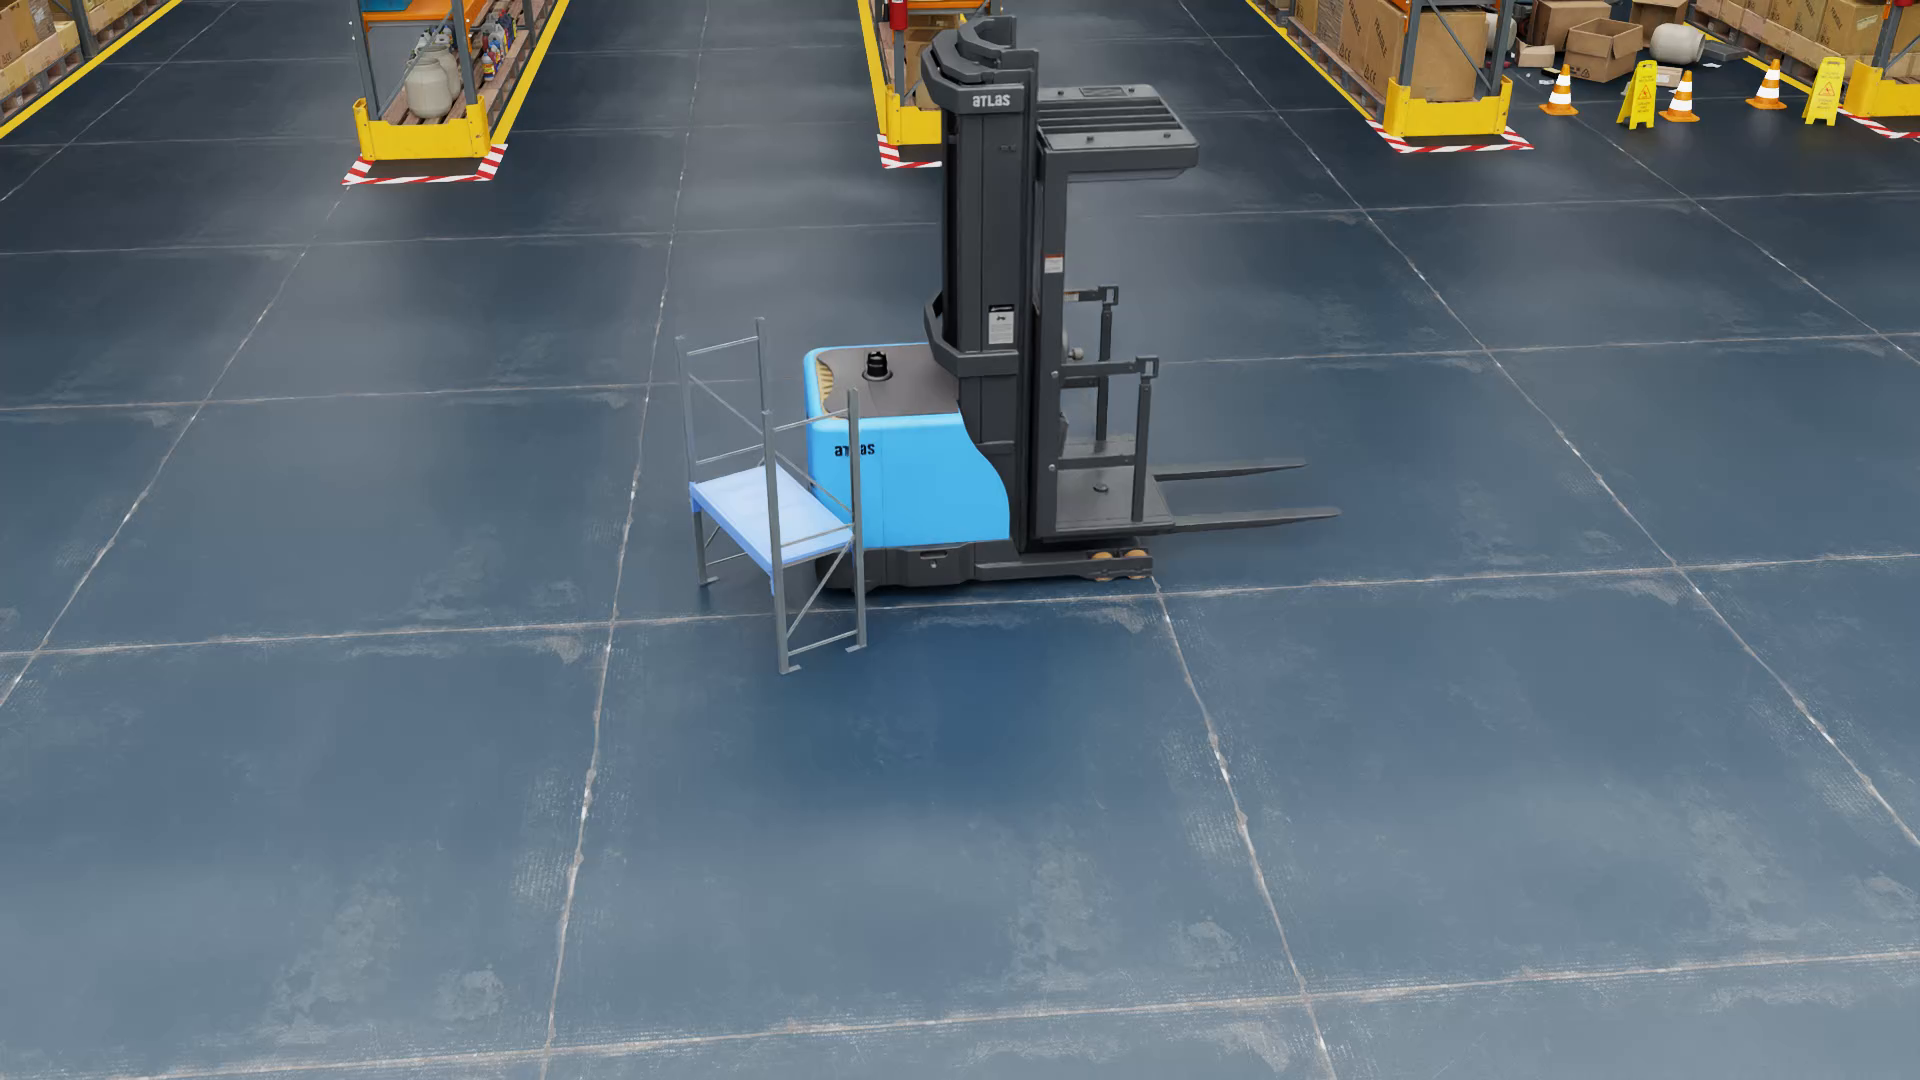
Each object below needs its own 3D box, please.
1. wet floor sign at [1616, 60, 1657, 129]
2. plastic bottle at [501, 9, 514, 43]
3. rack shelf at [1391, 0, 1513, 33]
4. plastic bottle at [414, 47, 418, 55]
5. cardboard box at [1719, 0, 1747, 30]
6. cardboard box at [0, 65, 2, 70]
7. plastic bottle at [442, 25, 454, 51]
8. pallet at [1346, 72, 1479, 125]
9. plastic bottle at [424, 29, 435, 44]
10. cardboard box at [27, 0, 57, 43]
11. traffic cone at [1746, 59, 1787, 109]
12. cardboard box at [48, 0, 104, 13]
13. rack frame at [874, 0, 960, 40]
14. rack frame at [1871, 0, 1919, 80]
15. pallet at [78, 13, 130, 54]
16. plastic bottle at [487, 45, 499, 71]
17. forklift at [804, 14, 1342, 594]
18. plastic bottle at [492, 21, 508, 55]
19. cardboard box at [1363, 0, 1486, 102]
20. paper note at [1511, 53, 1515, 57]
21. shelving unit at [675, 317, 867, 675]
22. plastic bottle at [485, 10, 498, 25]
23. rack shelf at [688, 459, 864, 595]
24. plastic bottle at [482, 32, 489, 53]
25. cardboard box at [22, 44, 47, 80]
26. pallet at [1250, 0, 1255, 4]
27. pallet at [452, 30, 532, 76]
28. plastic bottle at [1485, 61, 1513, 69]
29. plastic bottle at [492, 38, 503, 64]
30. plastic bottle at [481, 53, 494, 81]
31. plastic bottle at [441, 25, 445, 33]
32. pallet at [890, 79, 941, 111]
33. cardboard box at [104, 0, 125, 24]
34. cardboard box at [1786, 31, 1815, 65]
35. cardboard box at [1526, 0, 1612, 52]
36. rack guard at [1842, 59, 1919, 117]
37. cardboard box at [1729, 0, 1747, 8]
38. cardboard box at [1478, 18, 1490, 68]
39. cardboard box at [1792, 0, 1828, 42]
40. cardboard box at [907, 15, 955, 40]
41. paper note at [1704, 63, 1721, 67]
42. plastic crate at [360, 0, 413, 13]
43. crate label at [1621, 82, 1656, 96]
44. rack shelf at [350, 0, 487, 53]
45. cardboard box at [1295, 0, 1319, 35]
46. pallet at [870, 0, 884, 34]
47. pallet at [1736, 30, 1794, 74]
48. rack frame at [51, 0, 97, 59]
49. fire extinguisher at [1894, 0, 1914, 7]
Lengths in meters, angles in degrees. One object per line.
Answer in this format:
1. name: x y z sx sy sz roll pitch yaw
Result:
1. wet floor sign: 6.795 -4.458 16.585 0.267 0.644 0.232 -8 32 -13
2. plastic bottle: -5.085 -5.745 18.596 0.144 0.351 0.185 -4 31 -6
3. rack shelf: 4.634 -6.101 17.741 1.077 0.370 4.000 -3 31 -5
4. plastic bottle: -5.663 -5.032 17.476 0.152 0.276 0.135 -3 31 -4
5. cardboard box: 9.213 -6.134 19.366 0.500 0.250 0.500 -1 31 -2
6. cardboard box: -9.927 -4.846 16.479 0.500 0.500 0.500 -3 31 -5
7. plastic bottle: -5.636 -5.525 18.307 0.097 0.271 0.097 0 31 0
8. pallet: 4.668 -4.596 17.239 1.003 0.211 1.213 -3 31 -5
9. plastic bottle: -5.713 -5.314 17.876 0.144 0.351 0.185 -3 31 -5
10. cardboard box: -10.068 -5.612 17.761 0.500 0.500 0.500 -3 31 -5
11. traffic cone: 8.415 -4.746 17.245 0.336 0.463 0.334 -3 31 -5
12. cardboard box: -10.155 -6.236 18.990 0.500 0.311 0.500 -3 31 -4
13. rack frame: -0.501 -7.245 18.955 1.000 3.000 0.127 -3 31 -5
14. rack frame: 9.739 -5.678 16.331 1.000 3.000 0.127 -3 31 -5
15. pallet: -10.472 -5.950 19.505 1.003 0.211 1.213 -3 31 -5
16. plastic bottle: -4.950 -5.099 17.593 0.097 0.271 0.097 0 31 0
17. forklift: 0.654 -1.288 9.048 3.031 2.935 1.130 -4 31 -6
18. plastic bottle: -5.037 -5.482 18.156 0.144 0.351 0.185 -3 31 -5
19. cardboard box: 4.691 -5.000 16.859 0.875 0.875 0.875 -3 31 -4
20. paper note: 6.396 -5.548 19.015 0.172 0.023 0.155 8 32 13
21. shelving unit: -0.983 -0.241 8.691 0.538 1.500 1.048 -18 35 -27
22. plastic bottle: -5.229 -5.738 18.585 0.144 0.351 0.185 -3 31 -5
23. rack shelf: -0.983 -0.087 8.784 0.538 0.185 1.000 -18 35 -27
24. plastic bottle: -5.132 -5.364 18.025 0.061 0.283 0.133 -3 31 -5
25. cardboard box: -10.005 -5.036 17.527 0.500 0.250 0.500 -3 31 -5
26. pallet: 4.182 -7.249 21.680 1.003 0.211 1.213 -3 31 -5
27. pallet: -5.411 -5.466 18.695 1.003 0.211 1.213 -3 31 -5
28. plastic bottle: 6.032 -5.319 18.595 0.283 0.061 0.133 -14 33 -22
29. plastic bottle: -4.978 -5.253 17.852 0.097 0.271 0.097 0 31 0
30. plastic bottle: -4.918 -4.924 17.300 0.097 0.271 0.097 0 31 0
31. plastic bottle: -5.770 -5.628 18.401 0.144 0.351 0.185 -2 31 -3
32. pallet: -0.175 -4.461 17.013 1.003 0.211 1.213 -3 31 -5
33. cardboard box: -10.202 -6.251 19.562 0.500 0.250 0.500 -2 31 -3
34. cardboard box: 9.356 -5.342 18.041 0.500 0.250 0.500 -3 31 -4
35. cardboard box: 6.959 -5.917 19.033 0.797 0.637 0.503 -3 31 -5
36. rack guard: 9.732 -4.643 17.036 1.175 0.500 0.348 -3 31 -5
37. cardboard box: 9.214 -6.455 19.172 0.500 0.500 0.500 -2 31 -3
38. cardboard box: 5.614 -5.616 18.662 0.500 0.500 0.500 2 31 4
39. cardboard box: 9.353 -5.662 17.845 0.500 0.500 0.500 -2 31 -3
40. cardboard box: -0.299 -5.254 17.649 0.500 0.500 0.500 0 31 0
41. paper note: 8.431 -5.324 18.634 0.142 0.019 0.148 -14 33 -22
42. plastic crate: -5.403 -5.143 15.580 0.499 0.251 0.616 -3 31 -5
43. crate label: 7.206 -4.778 17.616 0.250 0.136 0.298 -20 36 -30
44. rack shelf: -5.245 -5.678 17.032 1.077 0.370 4.000 -3 31 -5
45. cardboard box: 4.436 -6.375 19.160 0.875 0.875 0.875 -2 31 -4
46. pallet: -0.575 -6.445 20.335 1.003 0.211 1.213 -3 31 -5
47. pallet: 9.581 -5.557 18.848 1.003 0.211 1.213 -3 31 -5
48. rack frame: -10.364 -6.773 18.163 1.000 3.000 0.127 -3 31 -5
49. fire extinguisher: 9.291 -5.564 16.216 0.296 0.674 0.183 -3 31 -5
